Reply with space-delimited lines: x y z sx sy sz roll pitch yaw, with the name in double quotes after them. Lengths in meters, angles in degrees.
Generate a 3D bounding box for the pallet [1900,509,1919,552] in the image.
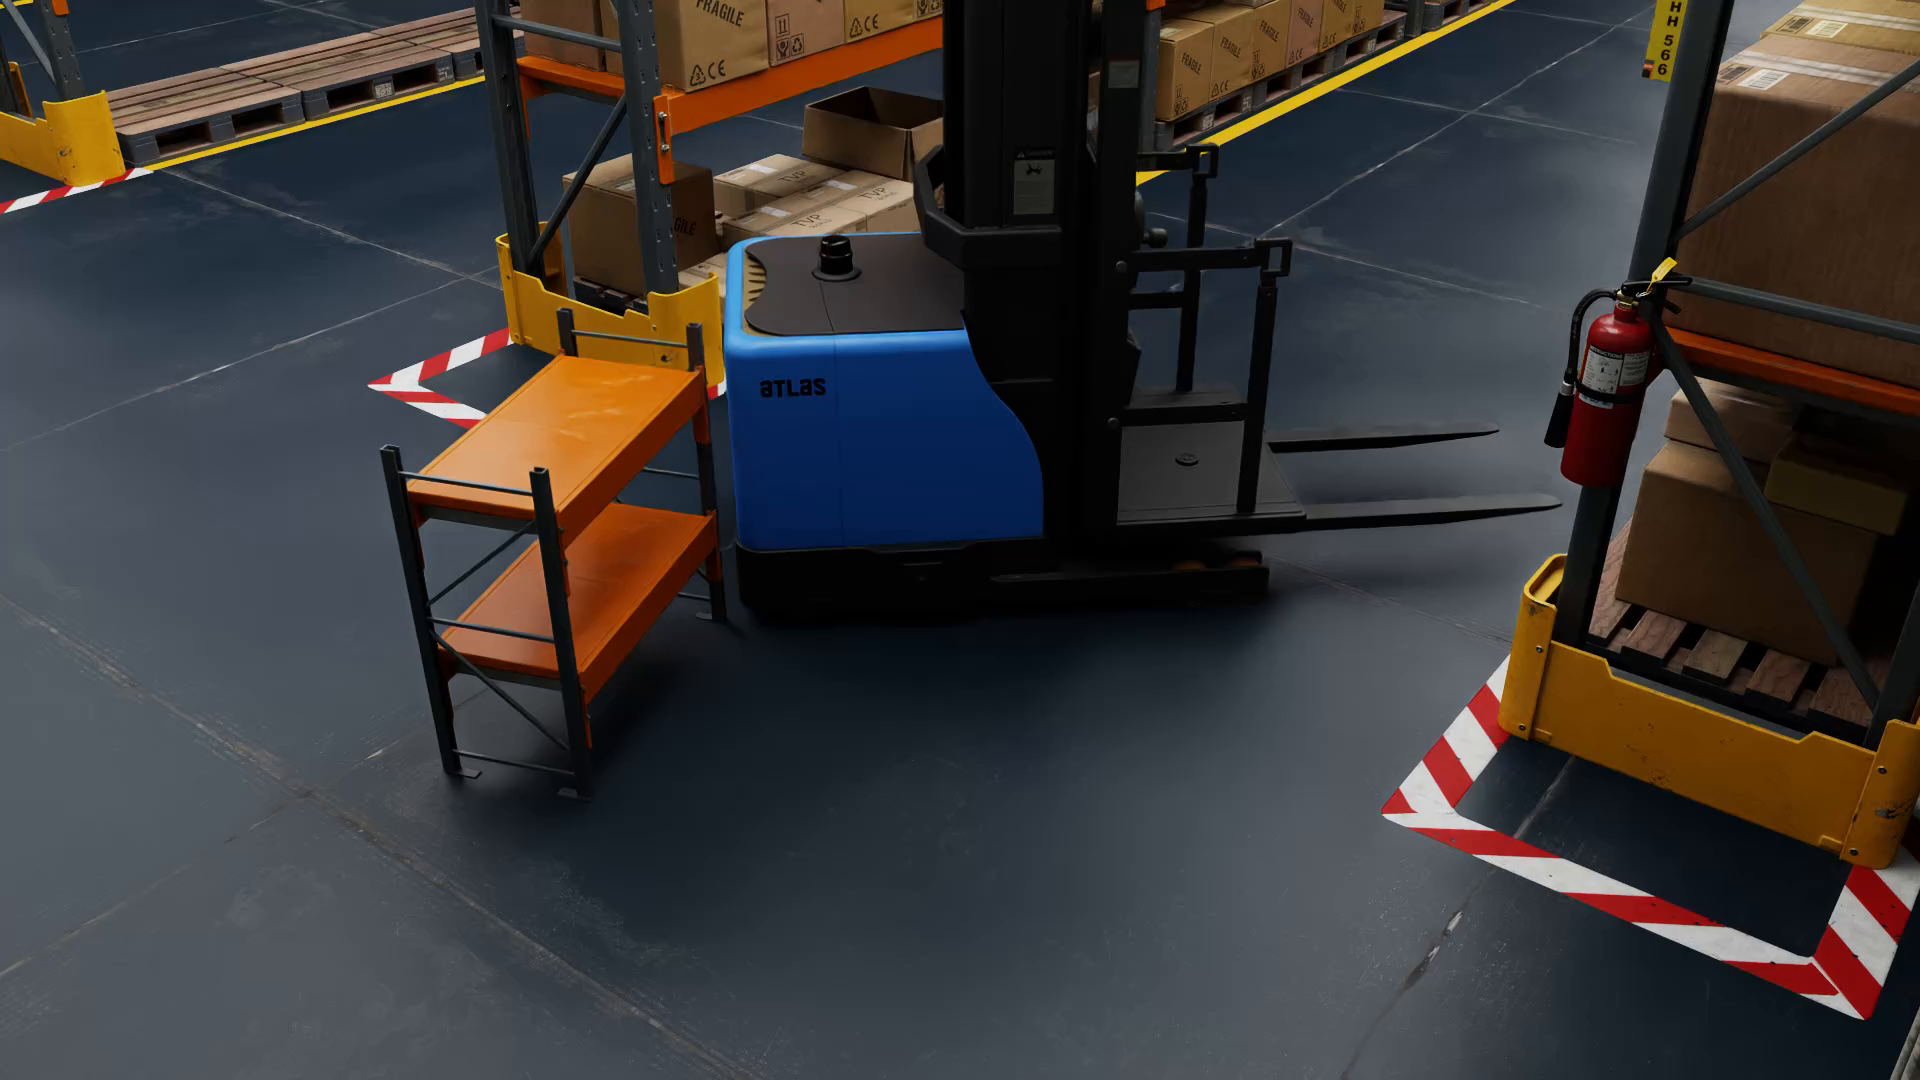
3.447 -0.235 6.544 1.003 0.211 1.213 21 37 31 "pallet"

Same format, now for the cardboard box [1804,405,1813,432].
2.719 -0.504 5.666 0.380 0.149 0.250 22 37 33 "cardboard box"

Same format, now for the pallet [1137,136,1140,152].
0.338 -2.262 9.964 1.003 0.211 1.213 21 37 31 "pallet"

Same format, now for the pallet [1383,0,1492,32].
3.696 -4.489 13.723 1.003 0.211 1.213 21 37 31 "pallet"

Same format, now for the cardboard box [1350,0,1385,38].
2.790 -4.028 12.229 0.500 0.500 0.500 23 37 33 "cardboard box"

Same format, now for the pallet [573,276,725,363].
-1.135 -1.270 8.291 1.003 0.211 1.213 21 37 31 "pallet"

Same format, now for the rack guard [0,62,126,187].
-5.612 -2.552 10.170 1.175 0.500 0.348 21 37 31 "rack guard"

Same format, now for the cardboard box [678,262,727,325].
-1.135 -1.142 7.704 0.380 0.149 0.250 21 37 31 "cardboard box"

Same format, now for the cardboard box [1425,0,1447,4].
3.718 -4.487 13.268 0.500 0.250 0.500 21 37 31 "cardboard box"

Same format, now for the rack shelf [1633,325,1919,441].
3.498 -1.095 5.966 1.077 0.370 4.000 21 37 31 "rack shelf"

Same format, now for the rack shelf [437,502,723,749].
-1.211 0.224 5.352 0.538 0.278 1.000 8 32 14 "rack shelf"

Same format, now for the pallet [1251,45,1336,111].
1.950 -3.381 11.853 1.003 0.211 1.213 21 37 31 "pallet"

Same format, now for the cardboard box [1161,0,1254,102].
1.553 -3.196 10.826 0.500 0.500 0.500 22 37 32 "cardboard box"

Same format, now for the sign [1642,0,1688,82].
1.866 -1.364 4.346 0.100 0.325 0.005 21 37 31 "sign"

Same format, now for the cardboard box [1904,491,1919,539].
3.238 -0.420 6.162 0.700 0.500 0.500 20 36 30 "cardboard box"

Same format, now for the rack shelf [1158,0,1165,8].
1.961 -4.244 11.279 1.077 0.370 4.000 21 37 31 "rack shelf"

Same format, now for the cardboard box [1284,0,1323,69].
2.166 -3.602 11.511 0.500 0.500 0.500 20 36 30 "cardboard box"

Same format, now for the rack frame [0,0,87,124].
-5.608 -3.641 9.555 1.000 3.000 0.127 21 37 31 "rack frame"

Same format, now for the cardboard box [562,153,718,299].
-1.529 -1.525 8.007 0.500 0.500 0.500 21 37 31 "cardboard box"

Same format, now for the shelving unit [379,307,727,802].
-1.211 0.014 5.228 0.538 1.125 1.048 8 32 14 "shelving unit"

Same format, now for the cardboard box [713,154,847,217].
-0.932 -1.795 8.706 0.500 0.250 0.500 21 37 31 "cardboard box"

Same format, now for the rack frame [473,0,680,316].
-1.661 -2.115 6.981 1.000 3.000 0.127 21 37 31 "rack frame"

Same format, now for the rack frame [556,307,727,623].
-1.070 -0.235 5.648 0.500 1.125 0.032 8 32 14 "rack frame"

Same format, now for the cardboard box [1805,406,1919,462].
3.022 -0.385 5.466 0.380 0.149 0.250 21 37 31 "cardboard box"

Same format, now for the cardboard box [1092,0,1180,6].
1.128 -3.342 11.071 0.500 0.500 0.500 21 37 31 "cardboard box"

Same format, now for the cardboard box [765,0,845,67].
-0.876 -2.468 7.479 0.500 0.500 0.500 21 36 31 "cardboard box"

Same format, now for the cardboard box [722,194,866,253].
-0.805 -1.458 8.138 0.500 0.250 0.500 21 37 31 "cardboard box"

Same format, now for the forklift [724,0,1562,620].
0.685 -1.290 5.656 3.031 2.935 1.130 -3 31 -5 "forklift"

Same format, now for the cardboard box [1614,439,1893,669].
2.633 -0.012 5.473 0.700 0.500 0.500 21 37 31 "cardboard box"

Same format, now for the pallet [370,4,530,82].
-3.607 -3.756 12.485 1.003 0.211 1.213 21 37 31 "pallet"

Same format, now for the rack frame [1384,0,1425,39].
3.168 -5.366 12.467 1.000 3.000 0.127 21 37 31 "rack frame"

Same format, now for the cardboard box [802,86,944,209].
-0.377 -2.091 8.957 0.797 0.503 0.637 21 37 31 "cardboard box"

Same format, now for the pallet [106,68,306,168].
-5.079 -2.764 10.812 1.003 0.211 1.213 21 37 31 "pallet"

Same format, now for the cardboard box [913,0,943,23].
-0.268 -2.874 8.164 0.500 0.500 0.500 22 37 32 "cardboard box"

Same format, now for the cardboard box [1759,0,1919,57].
3.020 -1.230 5.194 0.980 0.700 0.700 21 36 31 "cardboard box"
